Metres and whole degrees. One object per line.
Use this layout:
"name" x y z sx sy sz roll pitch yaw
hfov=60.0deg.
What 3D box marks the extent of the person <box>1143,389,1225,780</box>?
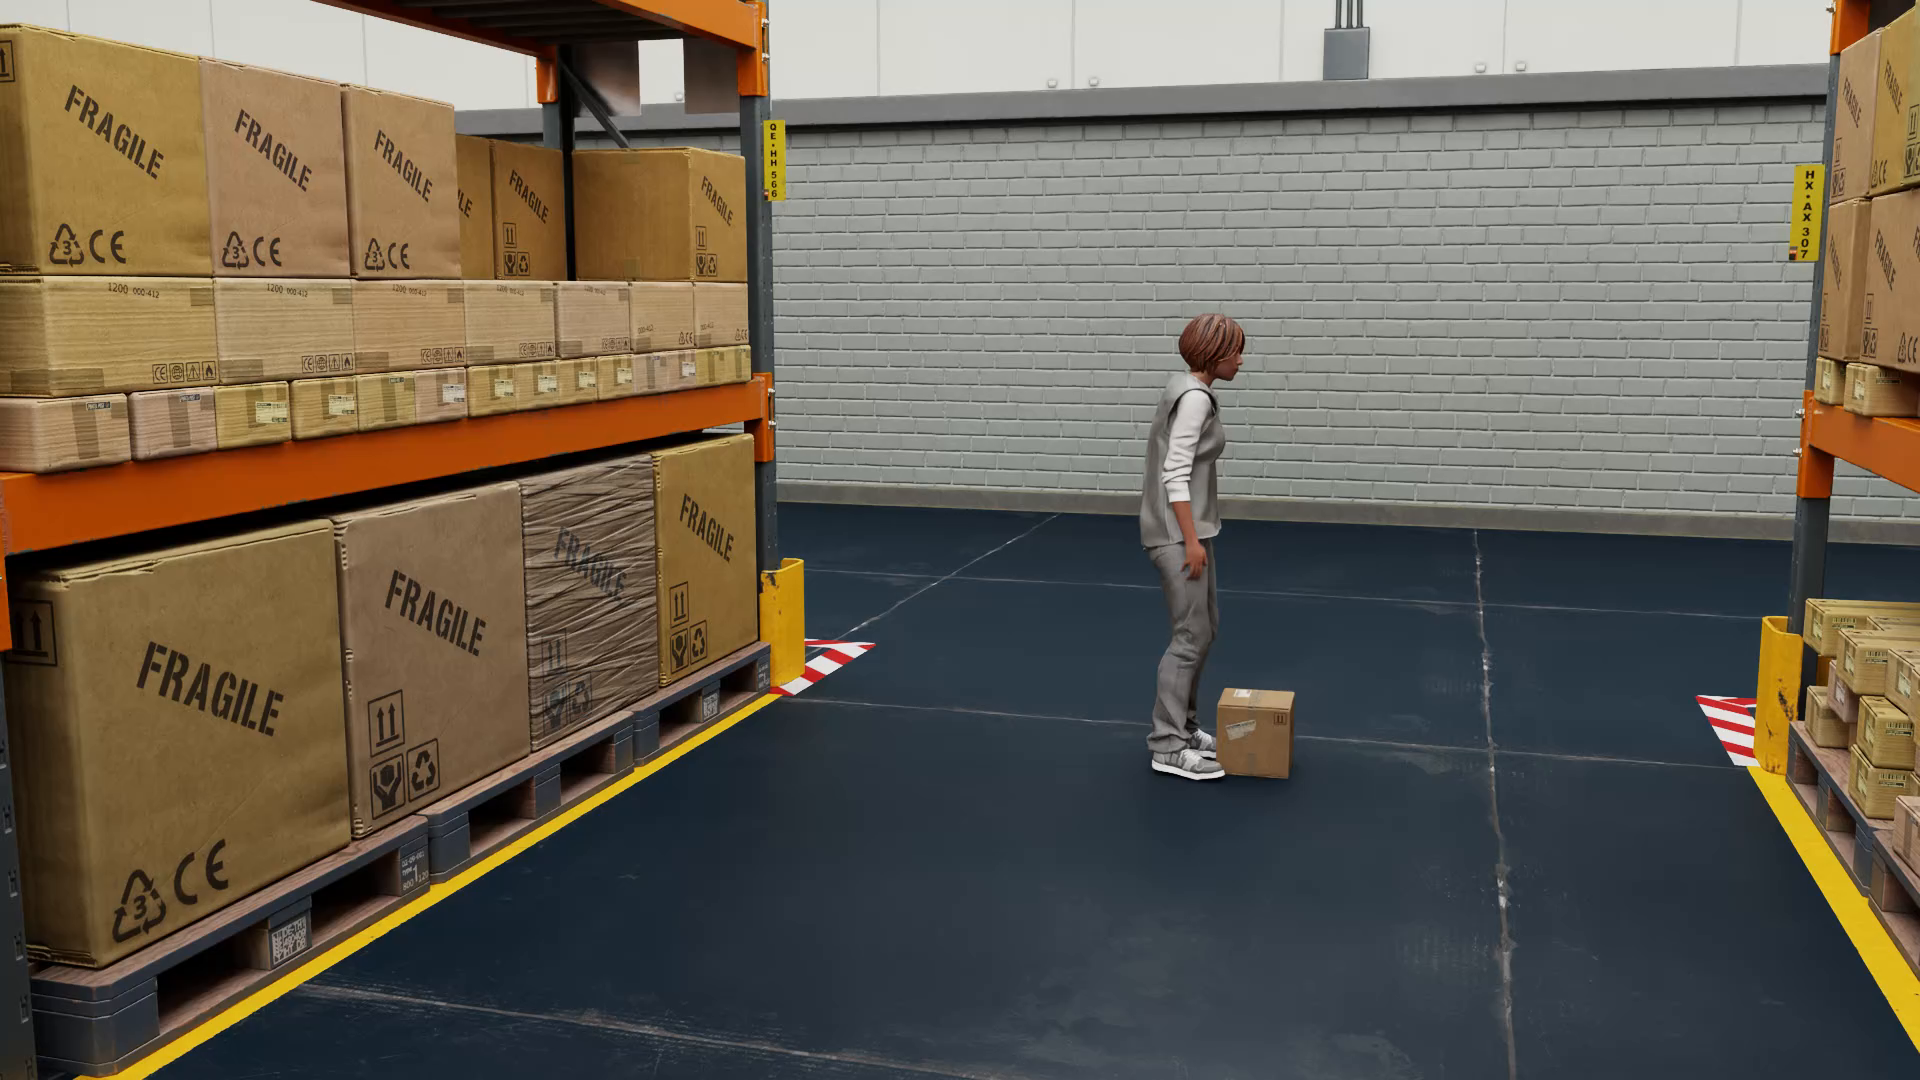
"person" 0.812 0.126 5.850 0.328 1.352 0.480 2 9 13
